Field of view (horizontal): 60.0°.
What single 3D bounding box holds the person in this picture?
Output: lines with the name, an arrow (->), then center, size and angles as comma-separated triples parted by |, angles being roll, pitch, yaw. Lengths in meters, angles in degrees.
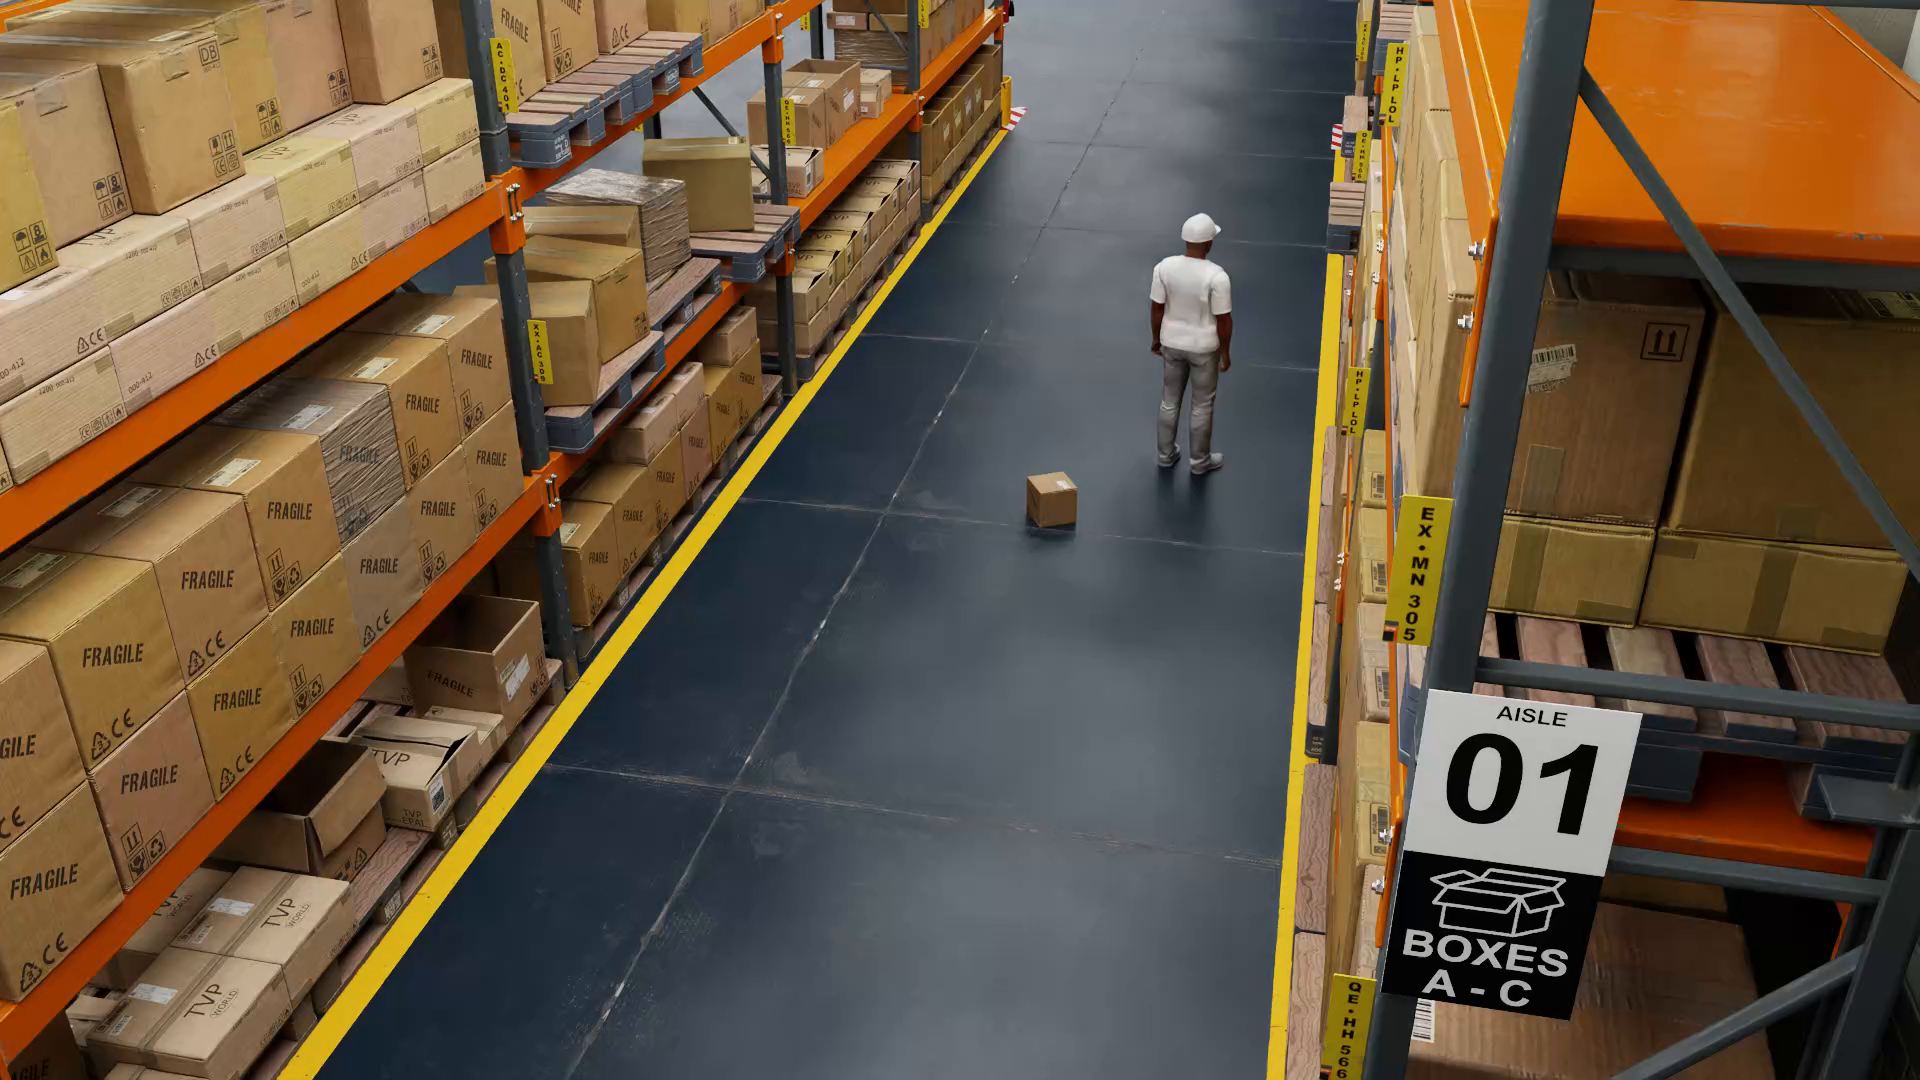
person -> 1.532, -1.290, 10.953 | 0.567, 1.771, 0.378 | 16, 33, 27
